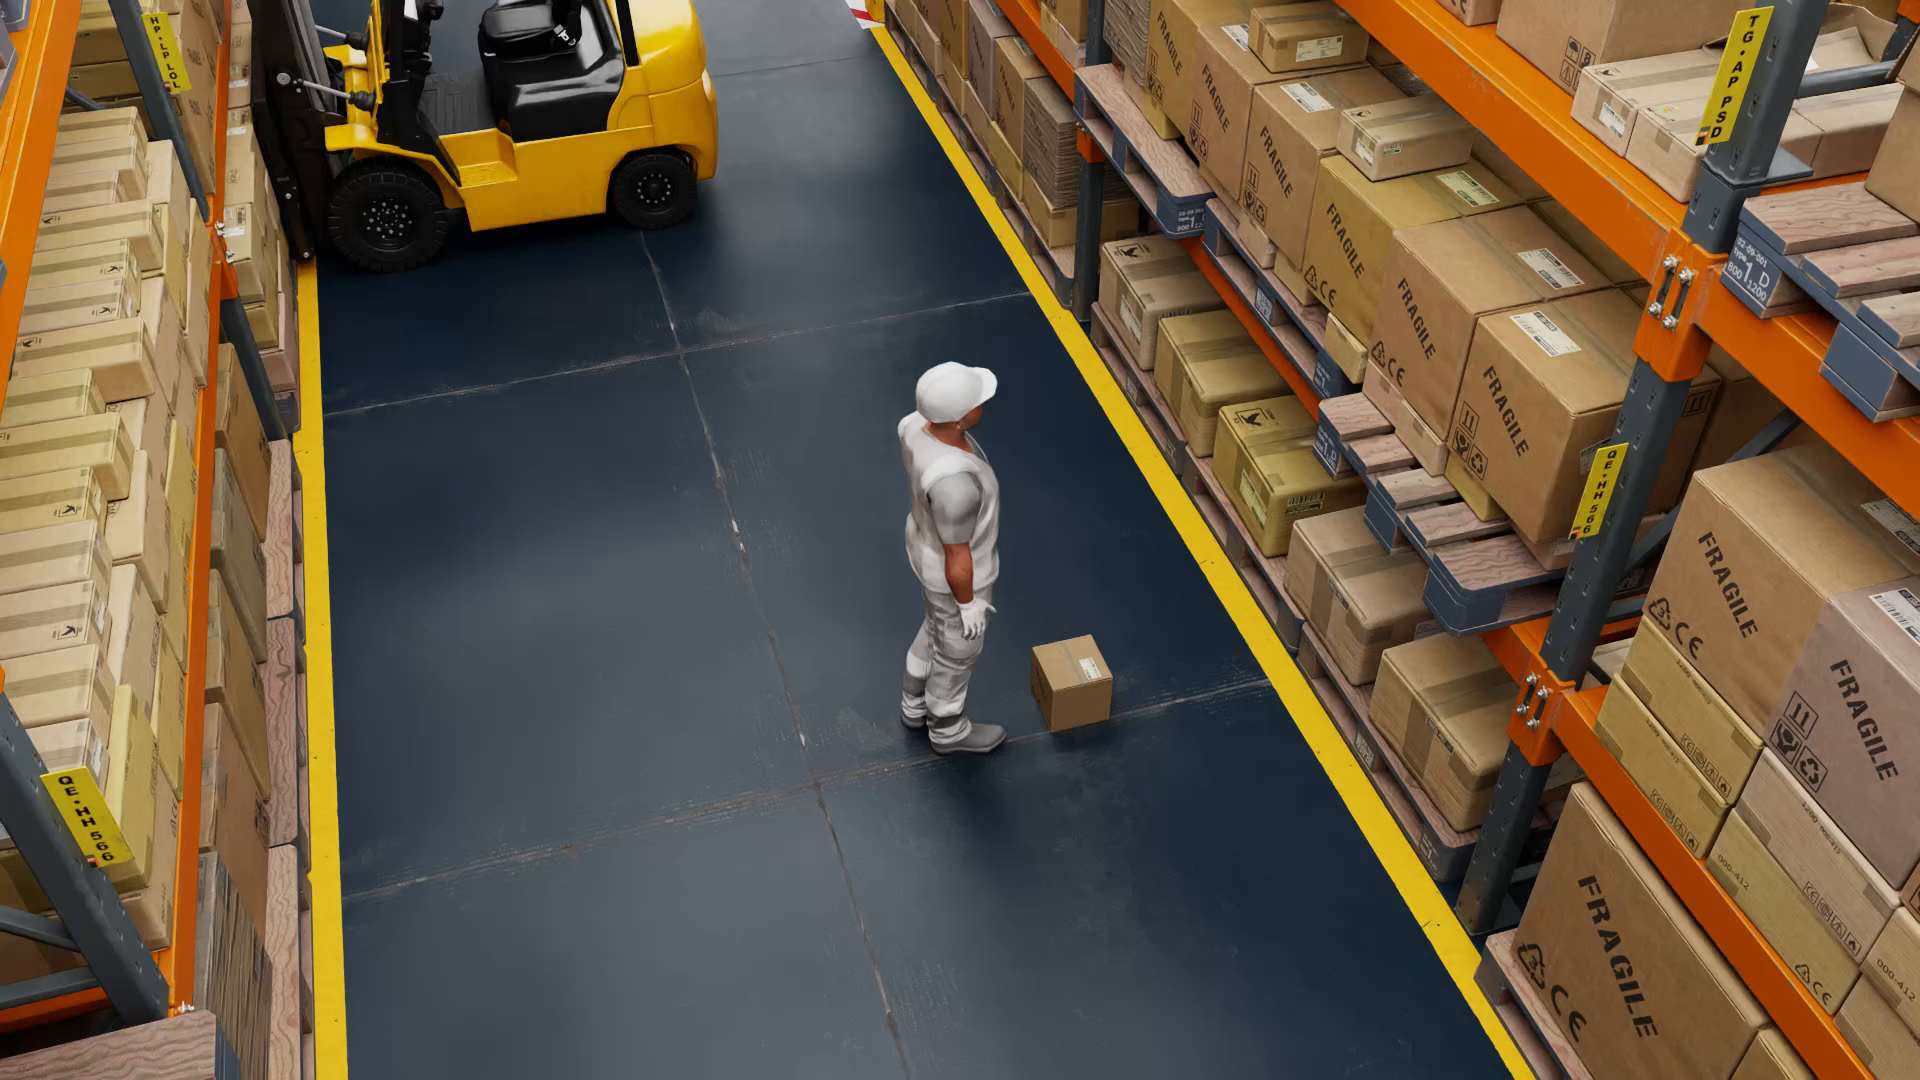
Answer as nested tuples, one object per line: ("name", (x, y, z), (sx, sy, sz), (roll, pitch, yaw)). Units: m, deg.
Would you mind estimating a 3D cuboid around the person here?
("person", (-0.031, 0.092, 6.034), (0.382, 1.808, 0.546), (-11, 43, -12))
